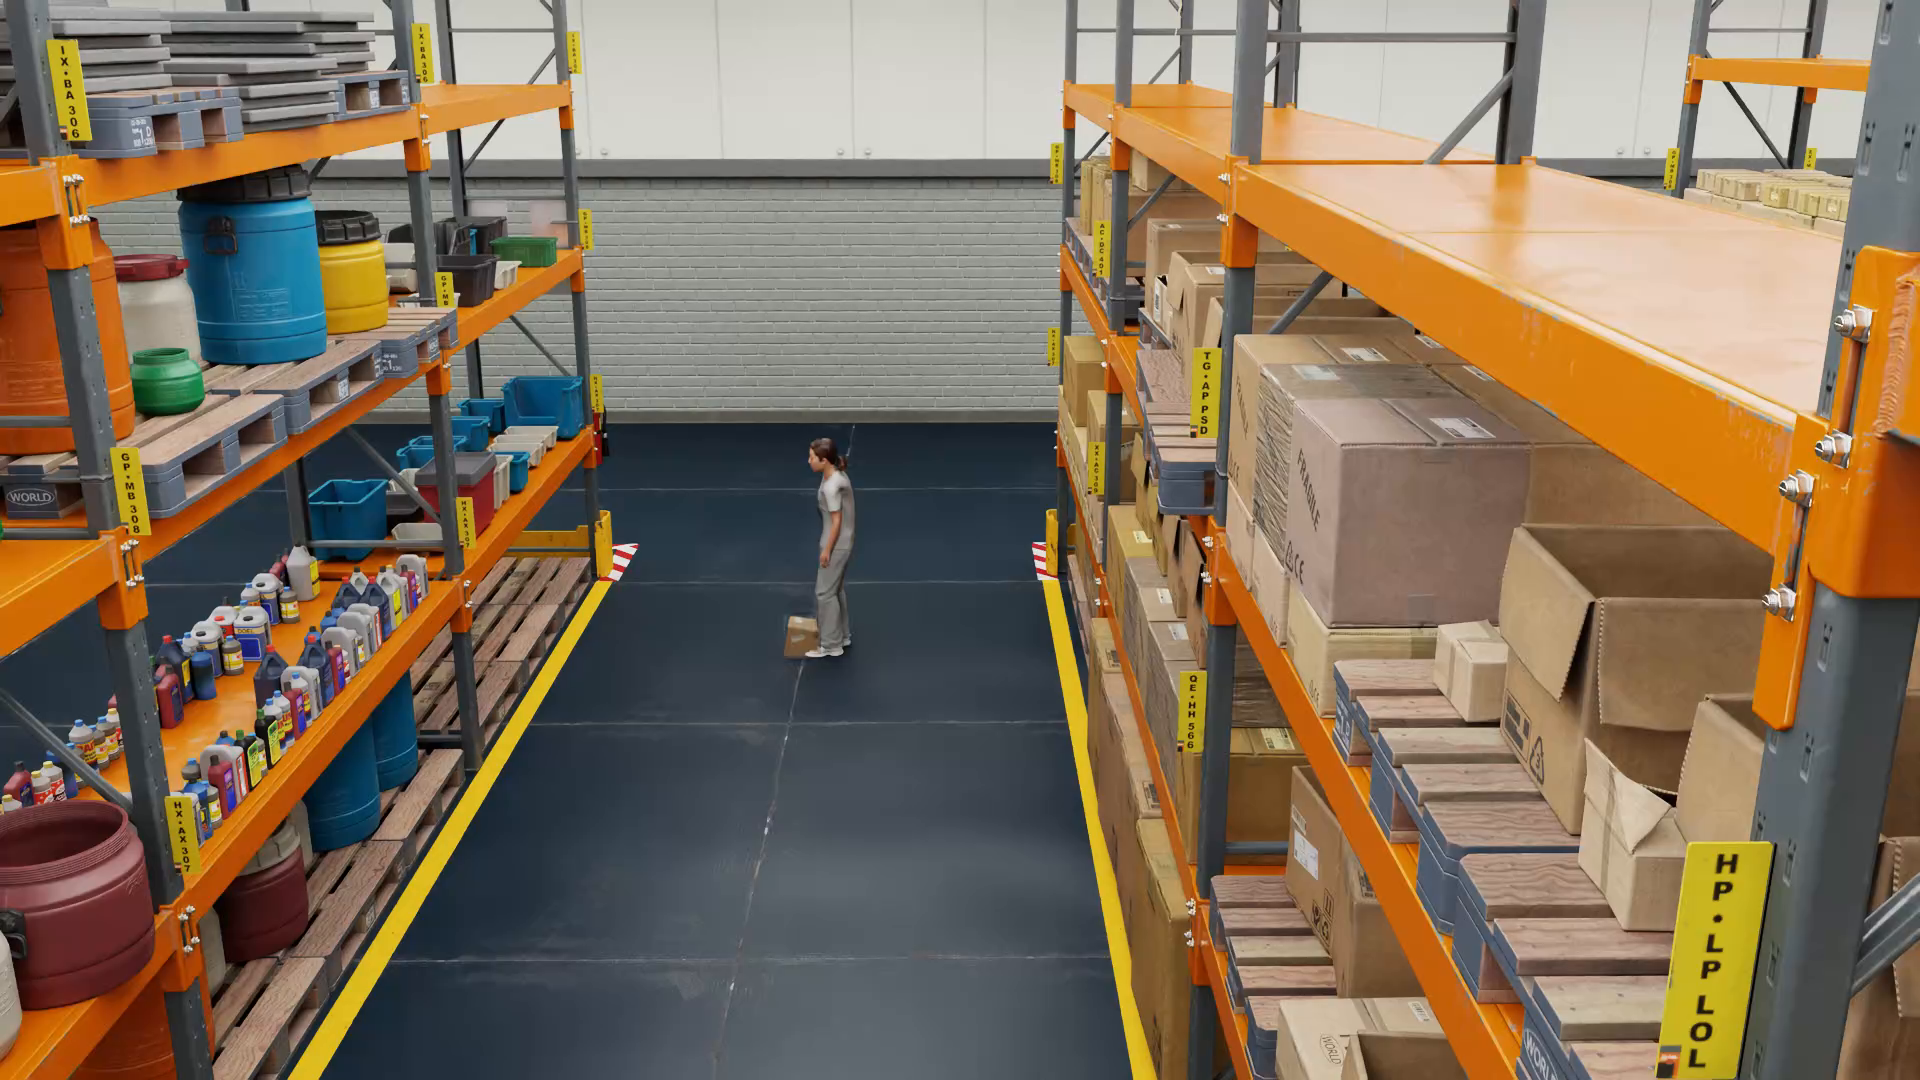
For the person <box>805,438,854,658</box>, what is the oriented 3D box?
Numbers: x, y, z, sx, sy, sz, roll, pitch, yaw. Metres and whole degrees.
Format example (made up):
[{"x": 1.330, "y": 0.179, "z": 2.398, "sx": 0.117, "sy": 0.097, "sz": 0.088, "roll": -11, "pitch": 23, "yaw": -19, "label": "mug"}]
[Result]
[{"x": -0.987, "y": 0.048, "z": 12.395, "sx": 0.405, "sy": 1.672, "sz": 0.497, "roll": 0, "pitch": 17, "yaw": -2, "label": "person"}]
